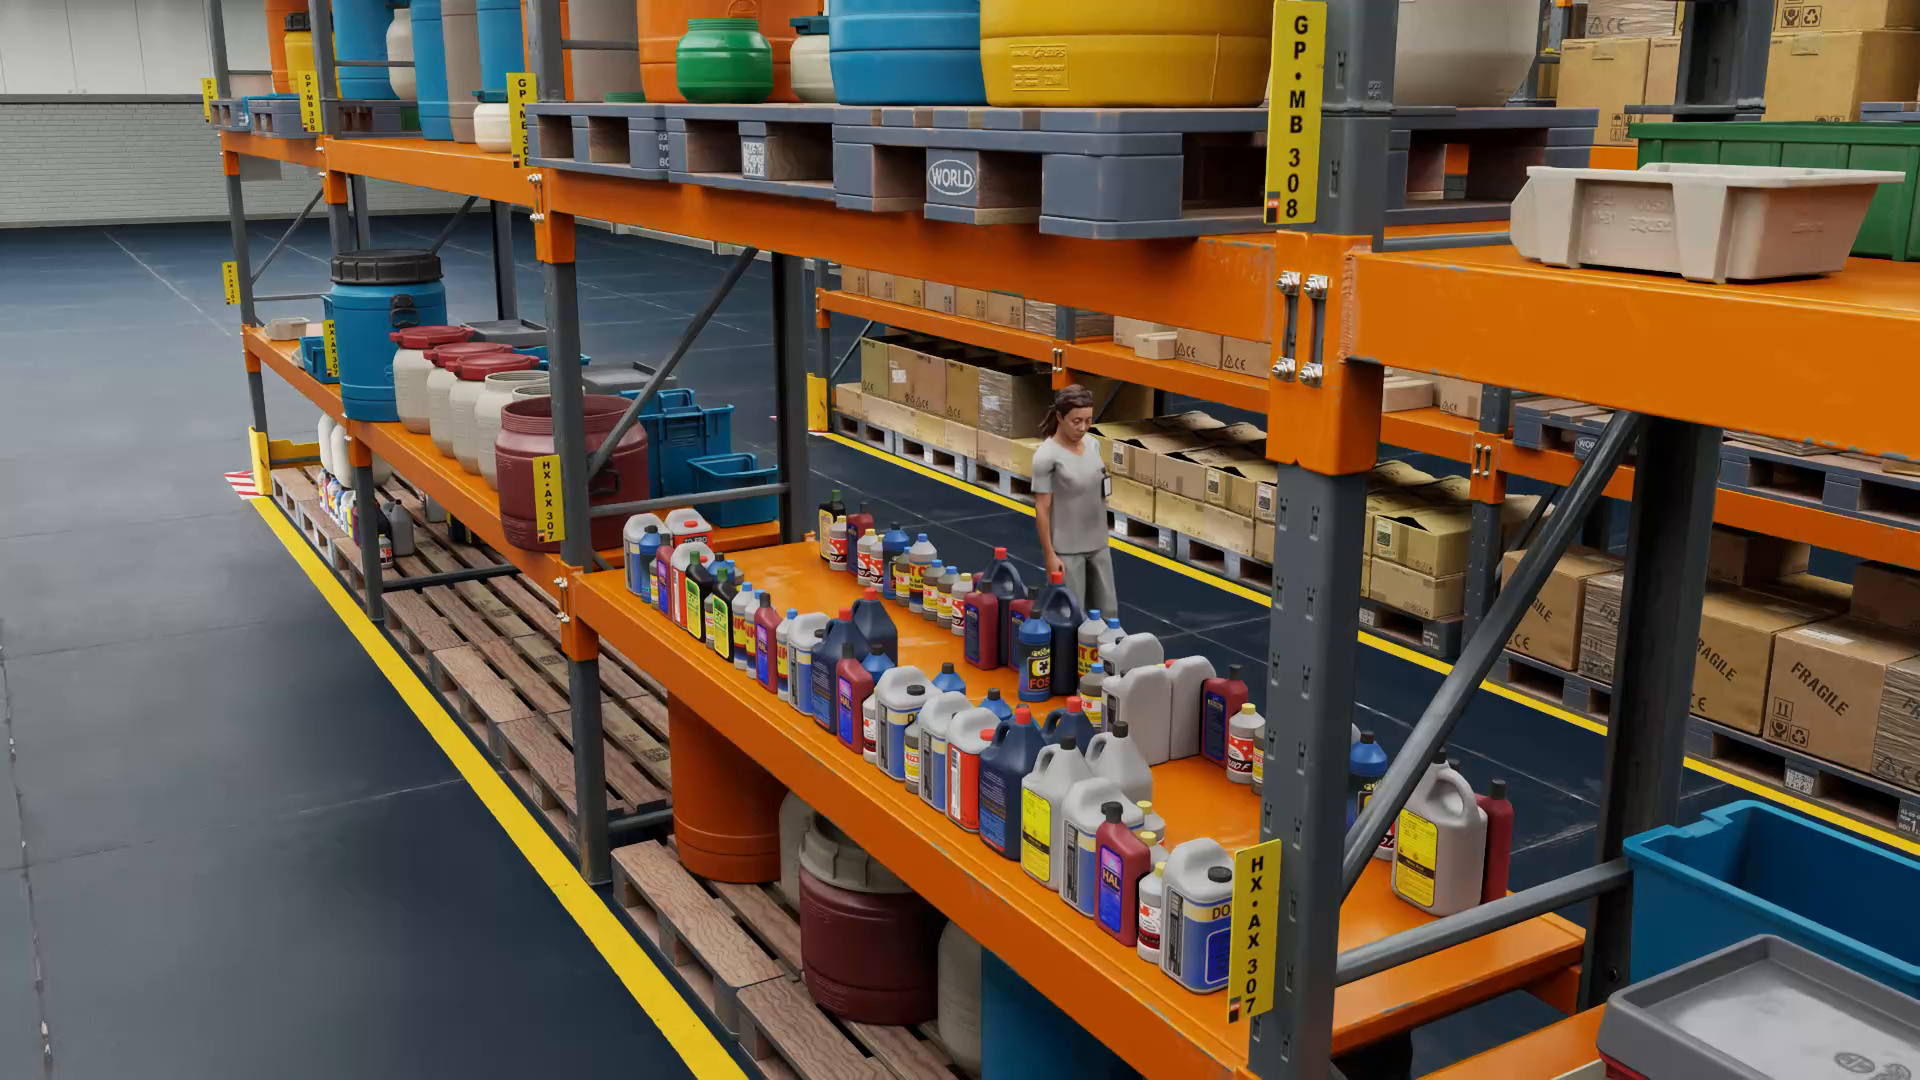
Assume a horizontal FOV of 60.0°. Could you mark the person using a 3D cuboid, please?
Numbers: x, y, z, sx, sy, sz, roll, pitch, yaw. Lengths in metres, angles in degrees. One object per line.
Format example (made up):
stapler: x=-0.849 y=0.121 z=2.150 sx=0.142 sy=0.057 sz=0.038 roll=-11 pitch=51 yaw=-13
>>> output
person: x=0.611 y=0.073 z=8.216 sx=0.526 sy=1.709 sz=0.470 roll=-11 pitch=19 yaw=-36
